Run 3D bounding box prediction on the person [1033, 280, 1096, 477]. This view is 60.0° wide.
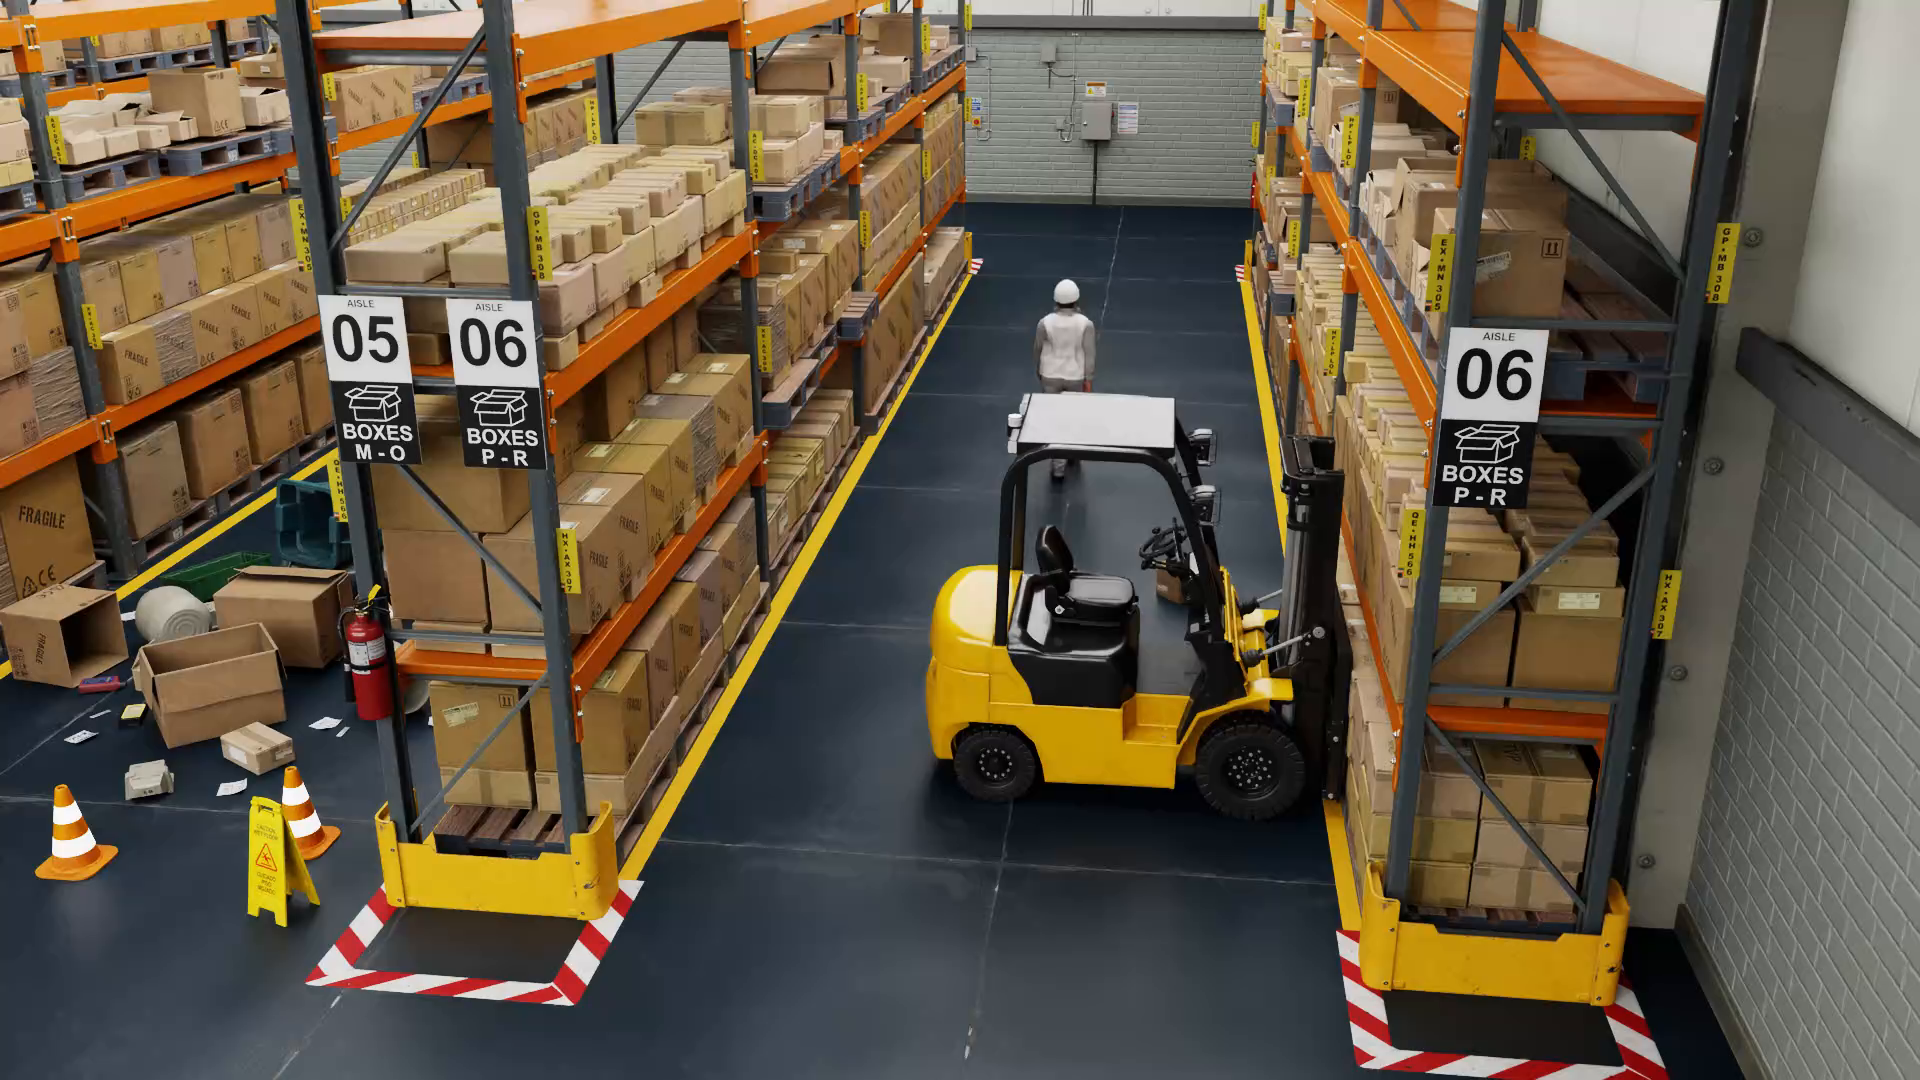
[{"bbox_3d":[0.930,-1.519,14.953,0.549,1.716,1.018,0,21,1],"label":"person"}]
